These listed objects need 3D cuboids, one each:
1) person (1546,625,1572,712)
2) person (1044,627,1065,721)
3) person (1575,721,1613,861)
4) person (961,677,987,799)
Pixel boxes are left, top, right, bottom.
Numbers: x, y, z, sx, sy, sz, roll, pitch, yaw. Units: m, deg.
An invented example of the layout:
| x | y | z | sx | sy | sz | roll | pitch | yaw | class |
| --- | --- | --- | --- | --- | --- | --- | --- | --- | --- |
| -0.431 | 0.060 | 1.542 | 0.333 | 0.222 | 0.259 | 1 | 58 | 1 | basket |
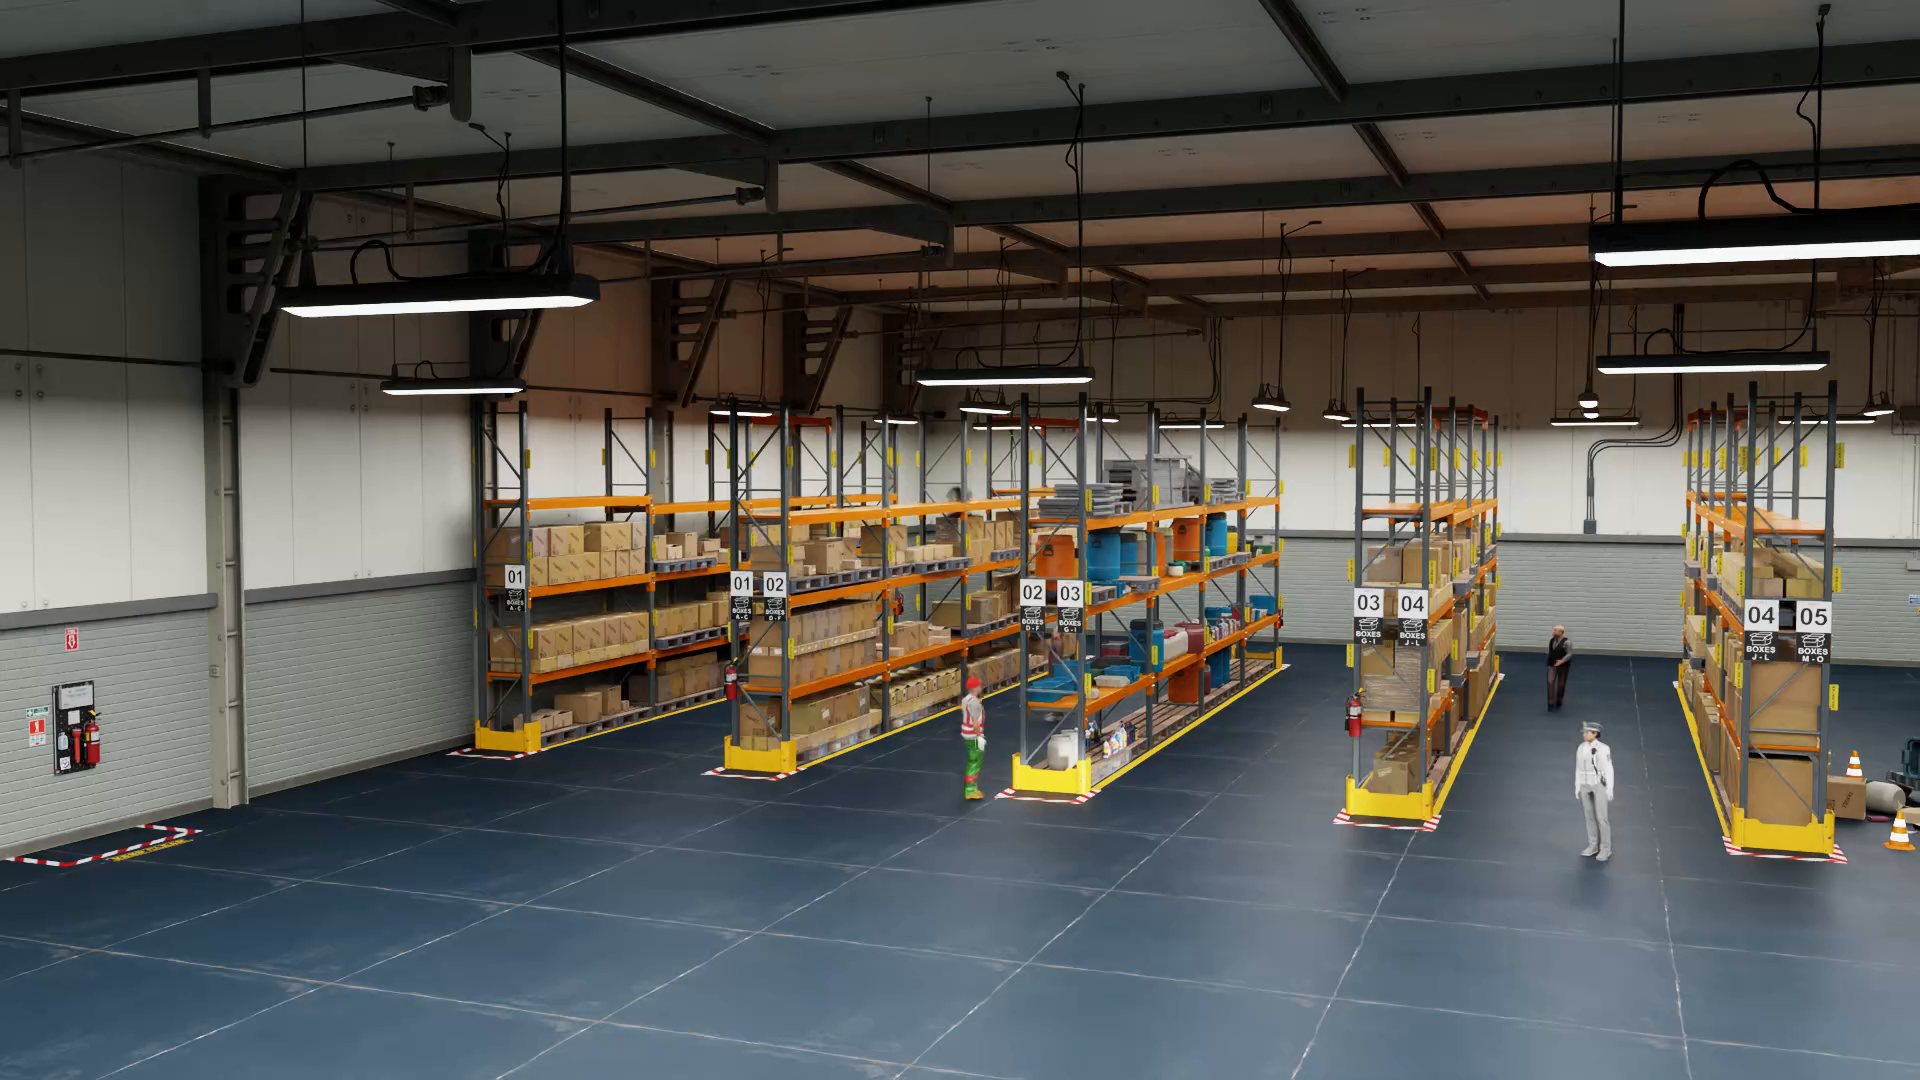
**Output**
| x | y | z | sx | sy | sz | roll | pitch | yaw | class |
| --- | --- | --- | --- | --- | --- | --- | --- | --- | --- |
| 11.987 | 2.555 | 33.241 | 0.482 | 1.704 | 0.983 | 1 | 3 | 23 | person |
| 1.812 | 2.653 | 31.878 | 0.399 | 1.588 | 0.615 | 0 | 3 | 1 | person |
| 7.990 | 3.148 | 20.984 | 0.375 | 1.712 | 0.567 | -2 | 3 | -30 | person |
| 0.225 | 2.930 | 24.525 | 0.387 | 1.806 | 0.650 | 0 | 3 | -10 | person |
